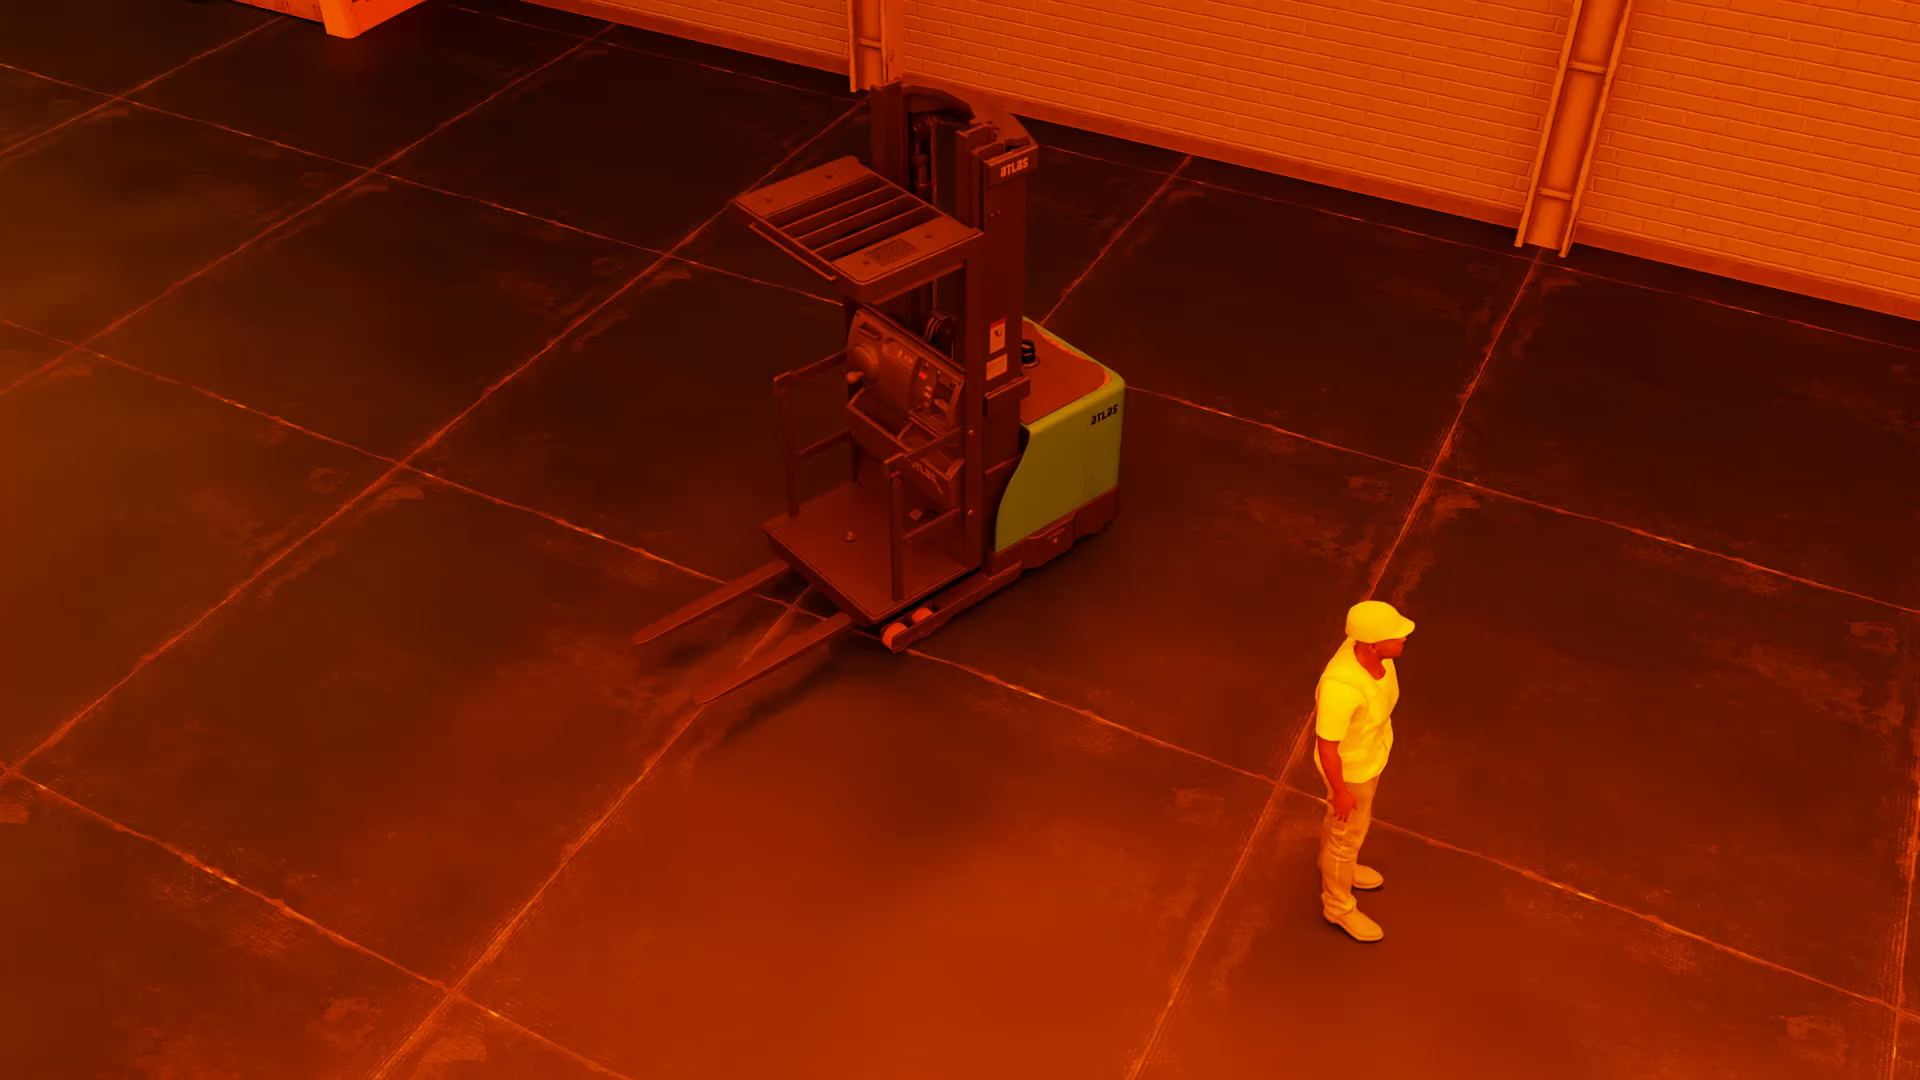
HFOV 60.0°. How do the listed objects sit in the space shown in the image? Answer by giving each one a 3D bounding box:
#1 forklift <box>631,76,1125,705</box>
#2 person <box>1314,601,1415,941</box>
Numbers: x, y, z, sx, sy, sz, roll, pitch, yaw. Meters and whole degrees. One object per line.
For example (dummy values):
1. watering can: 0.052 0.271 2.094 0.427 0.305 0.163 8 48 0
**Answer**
1. forklift: -0.465 -0.867 9.016 3.031 2.935 1.130 -29 48 -30
2. person: 1.891 1.018 7.674 0.566 1.768 0.665 19 44 21
